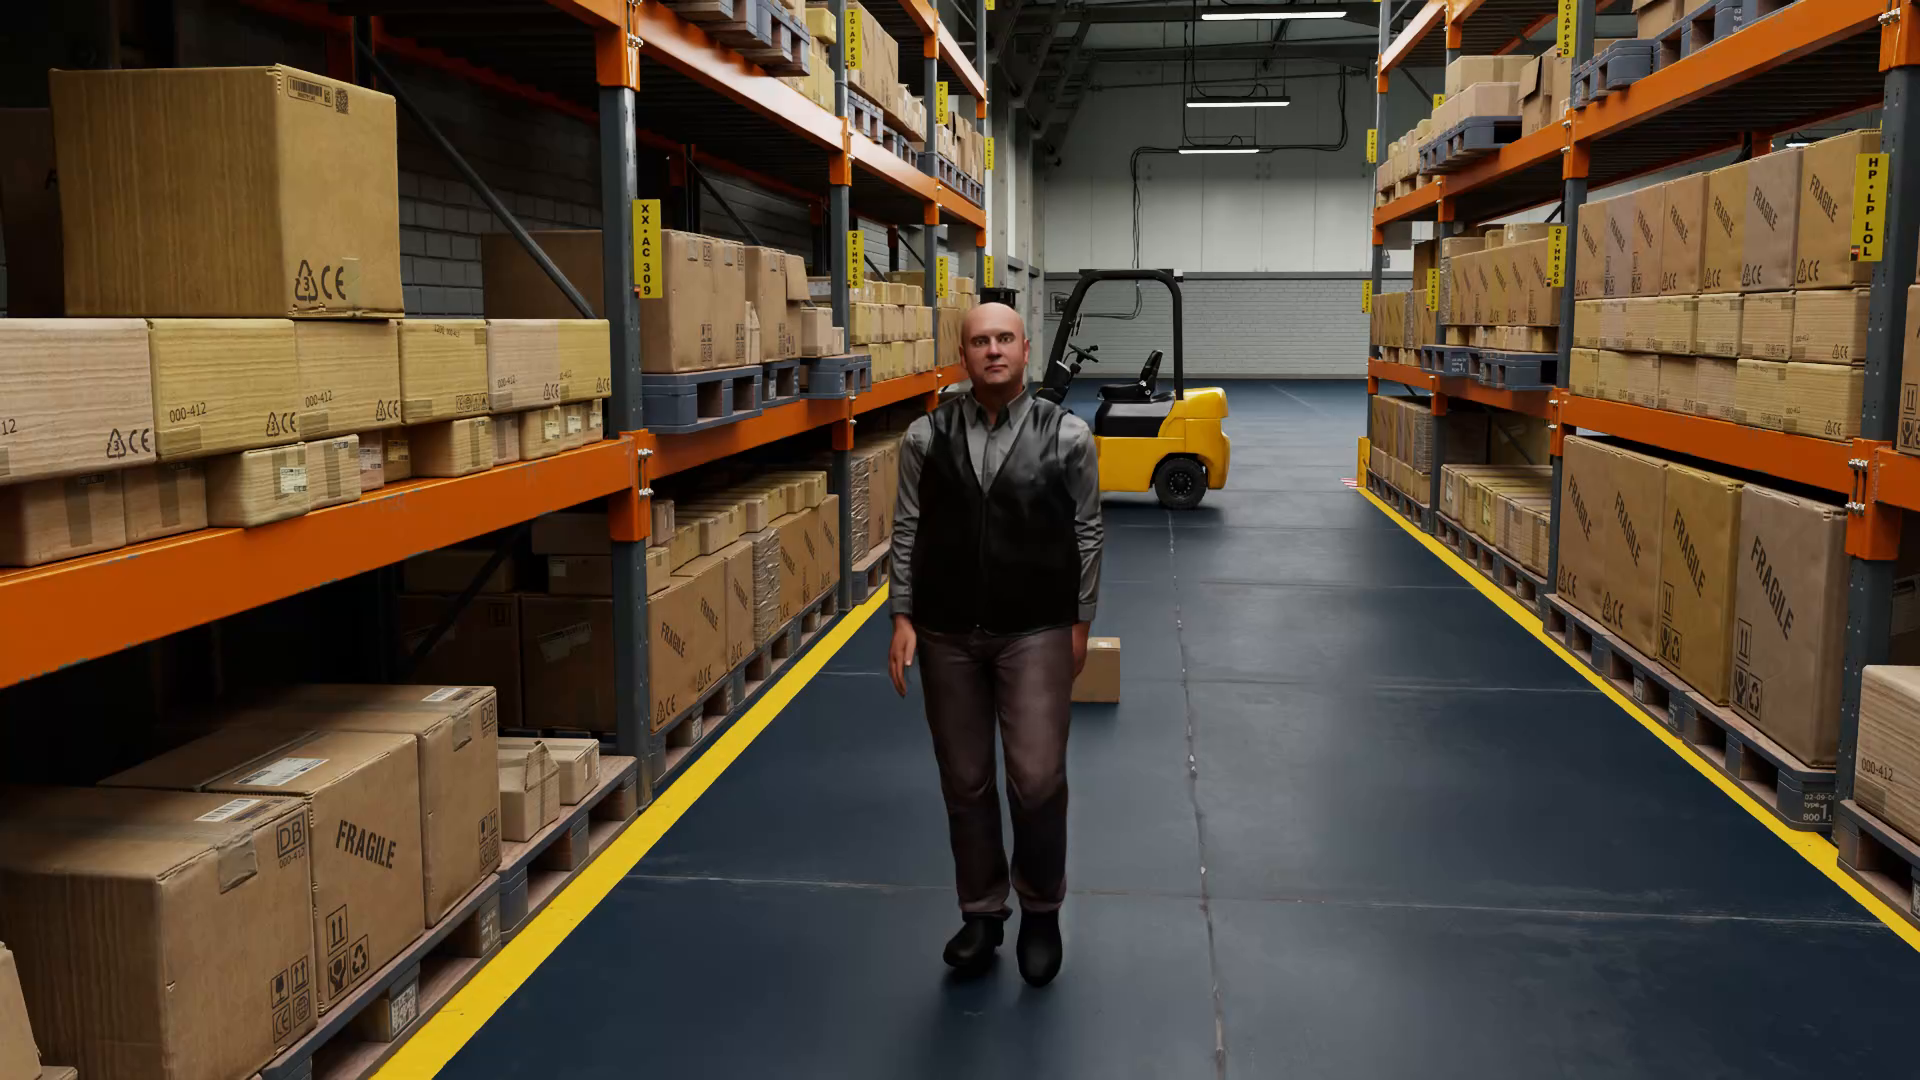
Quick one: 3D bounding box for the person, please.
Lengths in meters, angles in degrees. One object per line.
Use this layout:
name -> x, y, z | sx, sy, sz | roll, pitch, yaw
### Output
person -> 0.075, 0.276, 4.242 | 0.539, 1.748, 0.472 | 2, 8, 13
